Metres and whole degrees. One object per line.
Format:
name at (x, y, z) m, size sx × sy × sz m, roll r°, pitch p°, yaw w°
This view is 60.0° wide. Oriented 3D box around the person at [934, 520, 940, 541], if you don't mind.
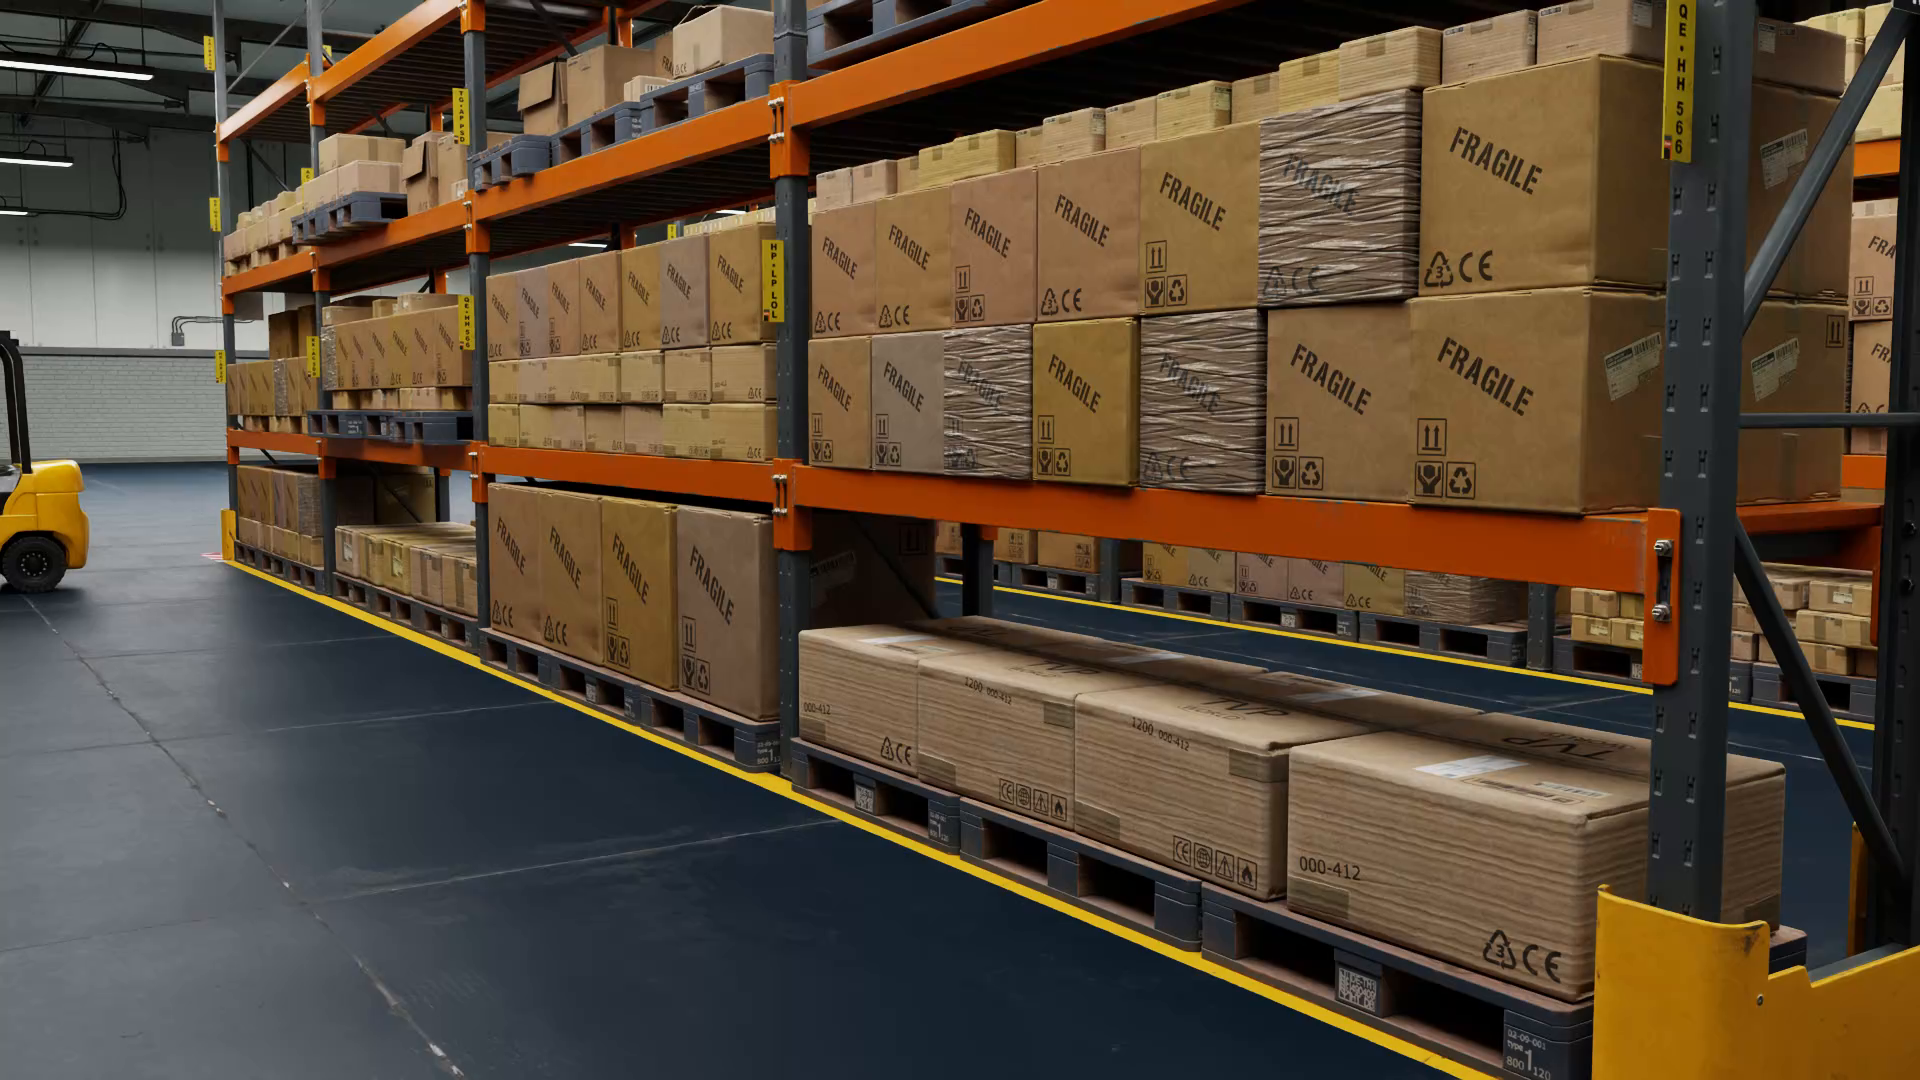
person at (-0.341, -0.079, 9.584) m, size 0.556 × 1.750 × 0.561 m, roll -3°, pitch 6°, yaw -34°
